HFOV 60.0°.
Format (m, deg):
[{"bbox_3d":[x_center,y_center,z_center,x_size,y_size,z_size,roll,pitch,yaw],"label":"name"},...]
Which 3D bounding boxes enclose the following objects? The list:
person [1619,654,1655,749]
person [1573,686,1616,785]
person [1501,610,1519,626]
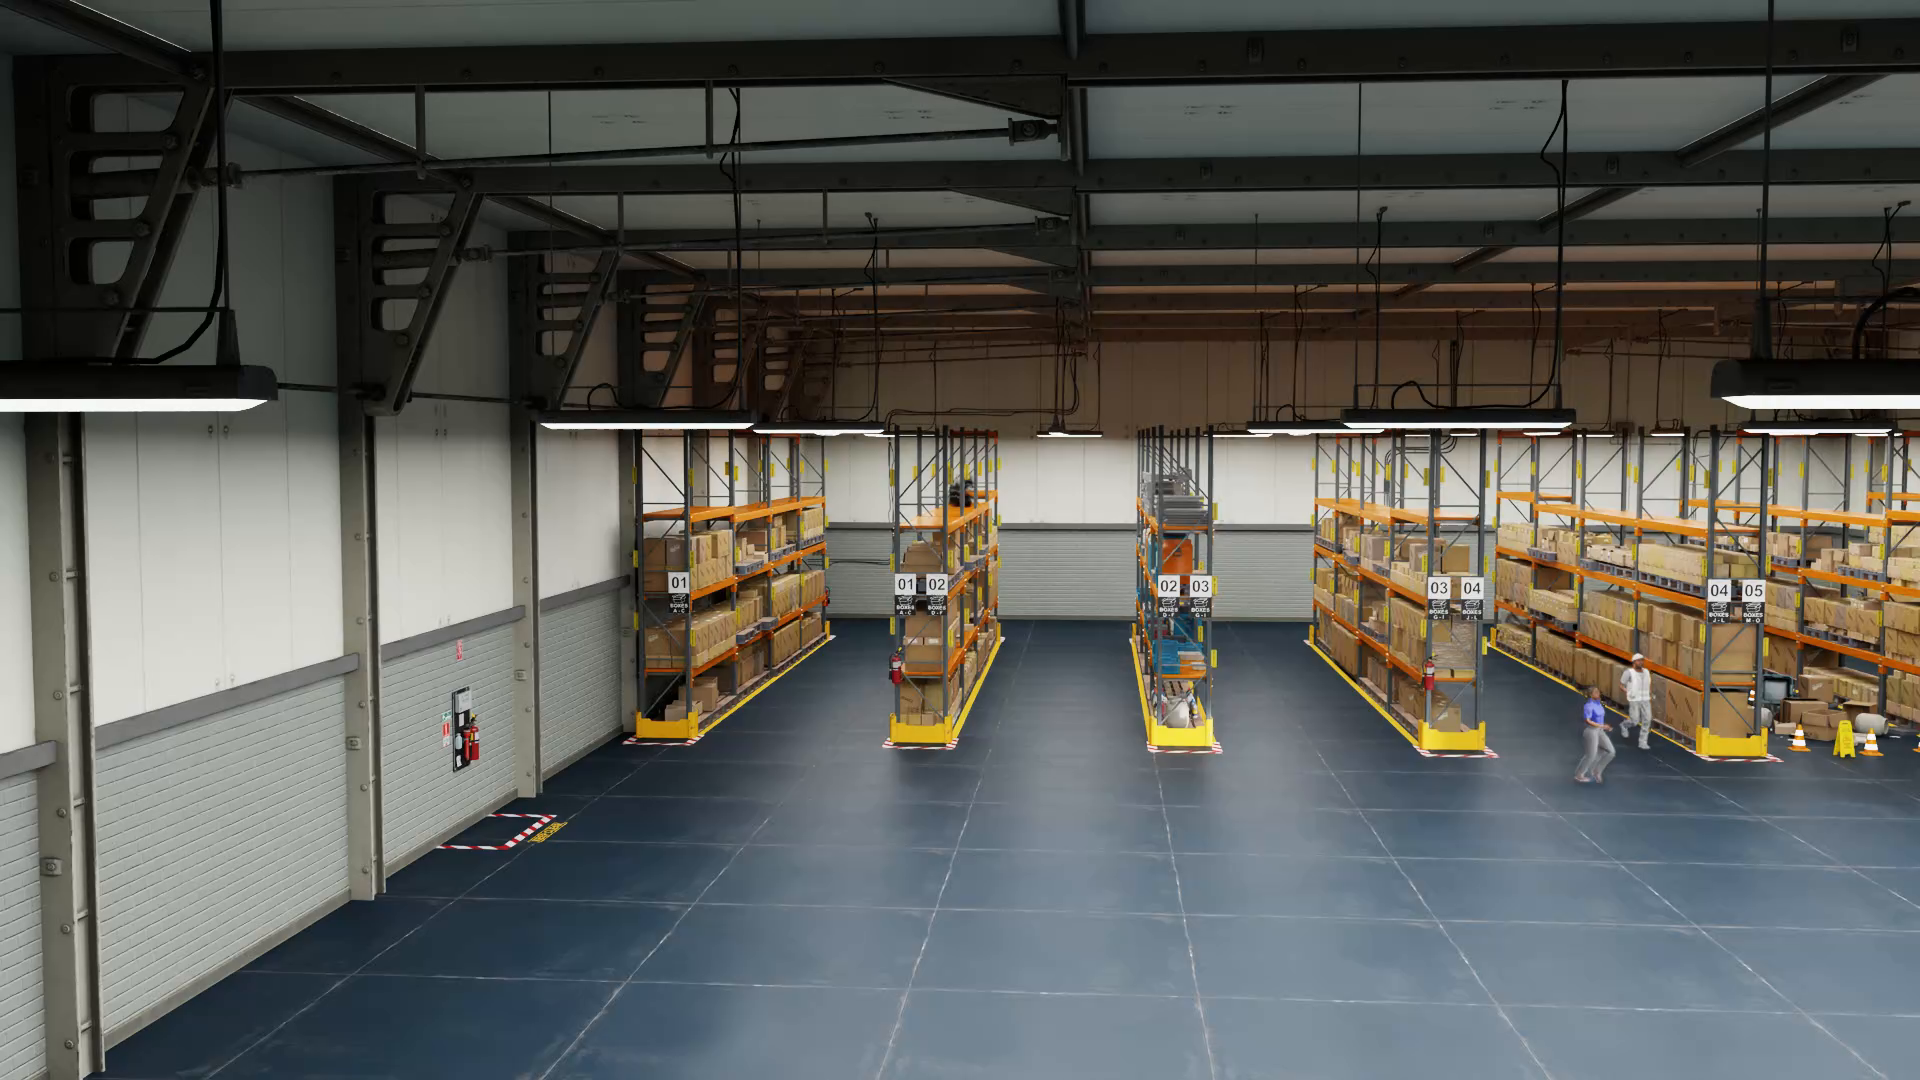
[{"bbox_3d":[12.626,2.988,30.958,0.669,1.738,0.813,0,3,-6],"label":"person"},{"bbox_3d":[10.569,3.249,27.674,0.581,1.651,0.656,-3,5,-42],"label":"person"},{"bbox_3d":[15.723,2.026,47.385,0.869,1.732,0.628,0,3,3],"label":"person"}]
